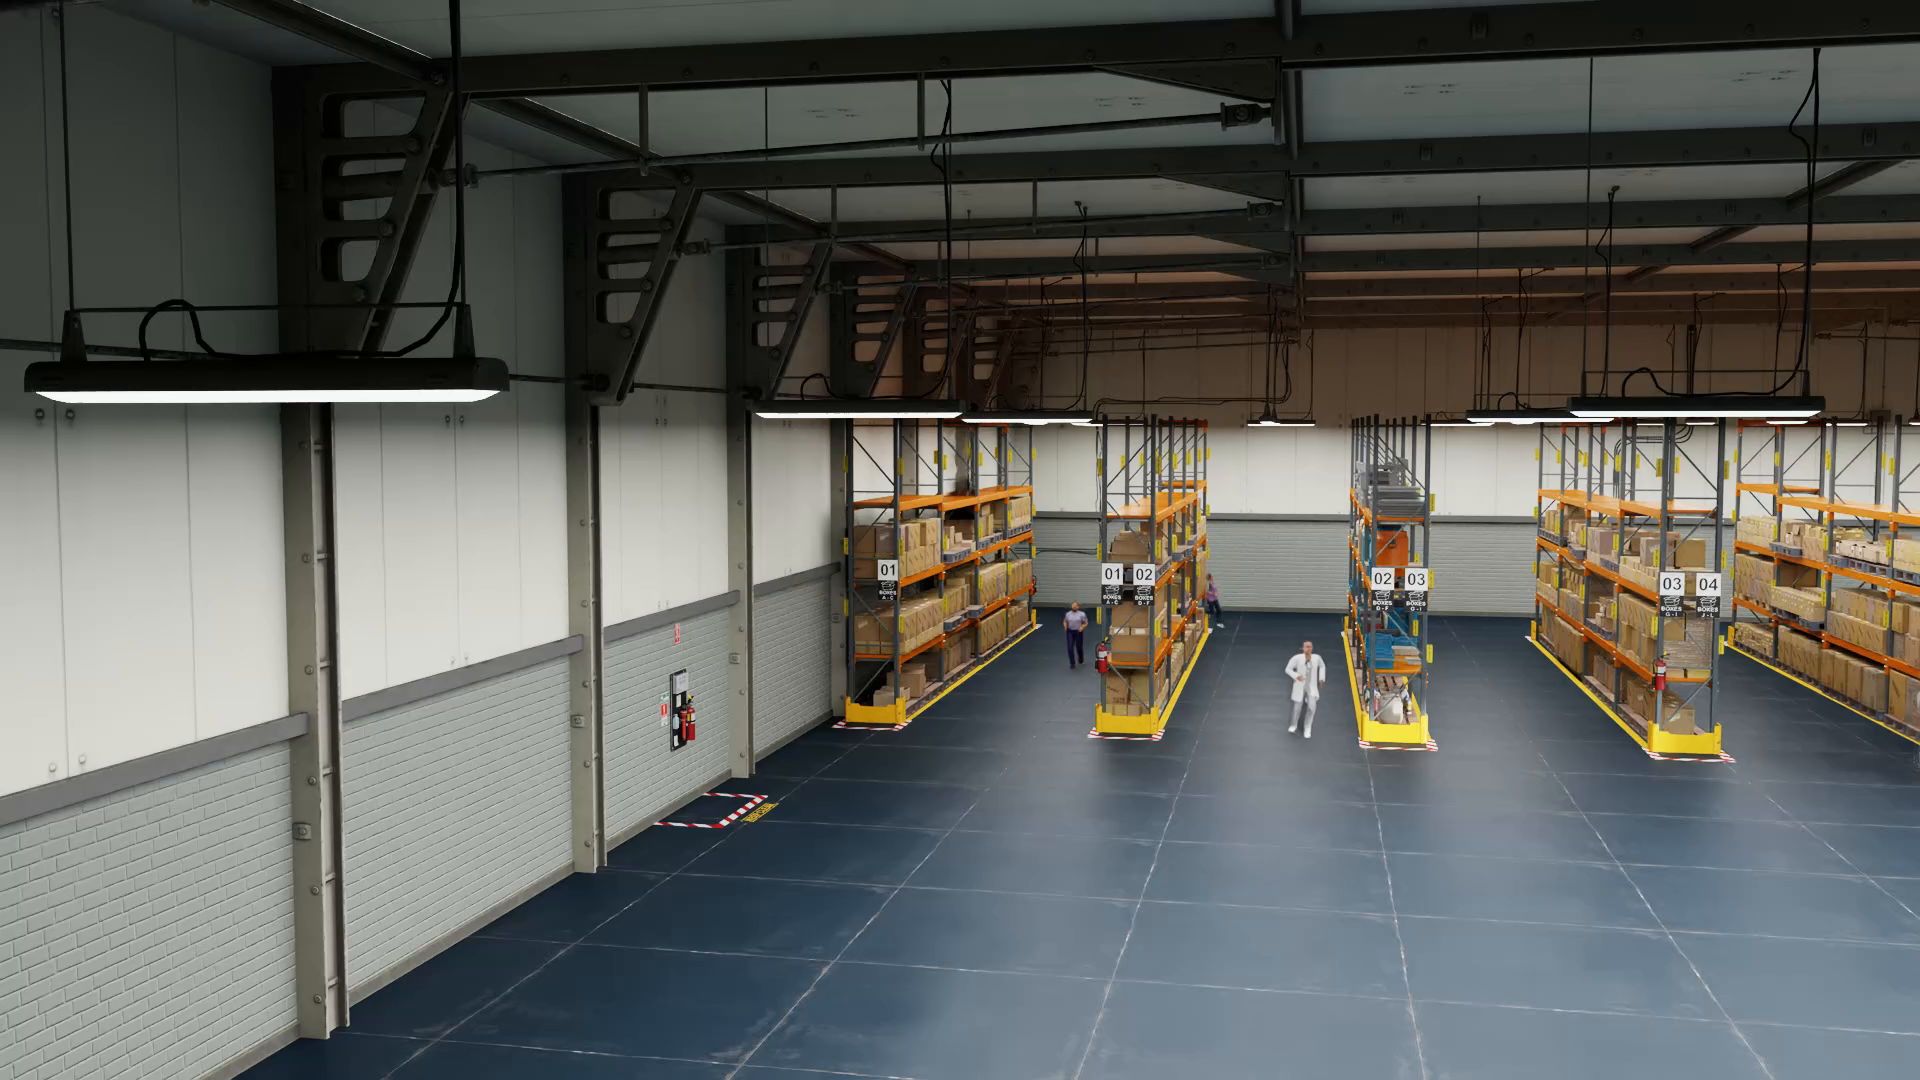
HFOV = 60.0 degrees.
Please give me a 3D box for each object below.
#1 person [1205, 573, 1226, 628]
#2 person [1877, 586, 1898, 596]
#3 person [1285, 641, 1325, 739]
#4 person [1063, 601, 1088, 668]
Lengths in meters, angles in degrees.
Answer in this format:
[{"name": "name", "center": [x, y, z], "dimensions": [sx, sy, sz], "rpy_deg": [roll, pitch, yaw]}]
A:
[{"name": "person", "center": [7.240, 1.744, 47.874], "dimensions": [0.802, 1.591, 0.558], "rpy_deg": [2, 4, 31]}, {"name": "person", "center": [24.776, 1.884, 44.604], "dimensions": [0.915, 1.767, 0.699], "rpy_deg": [0, 4, -1]}, {"name": "person", "center": [6.456, 2.798, 31.040], "dimensions": [0.774, 1.825, 0.726], "rpy_deg": [0, 4, 1]}, {"name": "person", "center": [2.755, 2.260, 39.888], "dimensions": [0.608, 1.595, 0.599], "rpy_deg": [1, 4, 13]}]
